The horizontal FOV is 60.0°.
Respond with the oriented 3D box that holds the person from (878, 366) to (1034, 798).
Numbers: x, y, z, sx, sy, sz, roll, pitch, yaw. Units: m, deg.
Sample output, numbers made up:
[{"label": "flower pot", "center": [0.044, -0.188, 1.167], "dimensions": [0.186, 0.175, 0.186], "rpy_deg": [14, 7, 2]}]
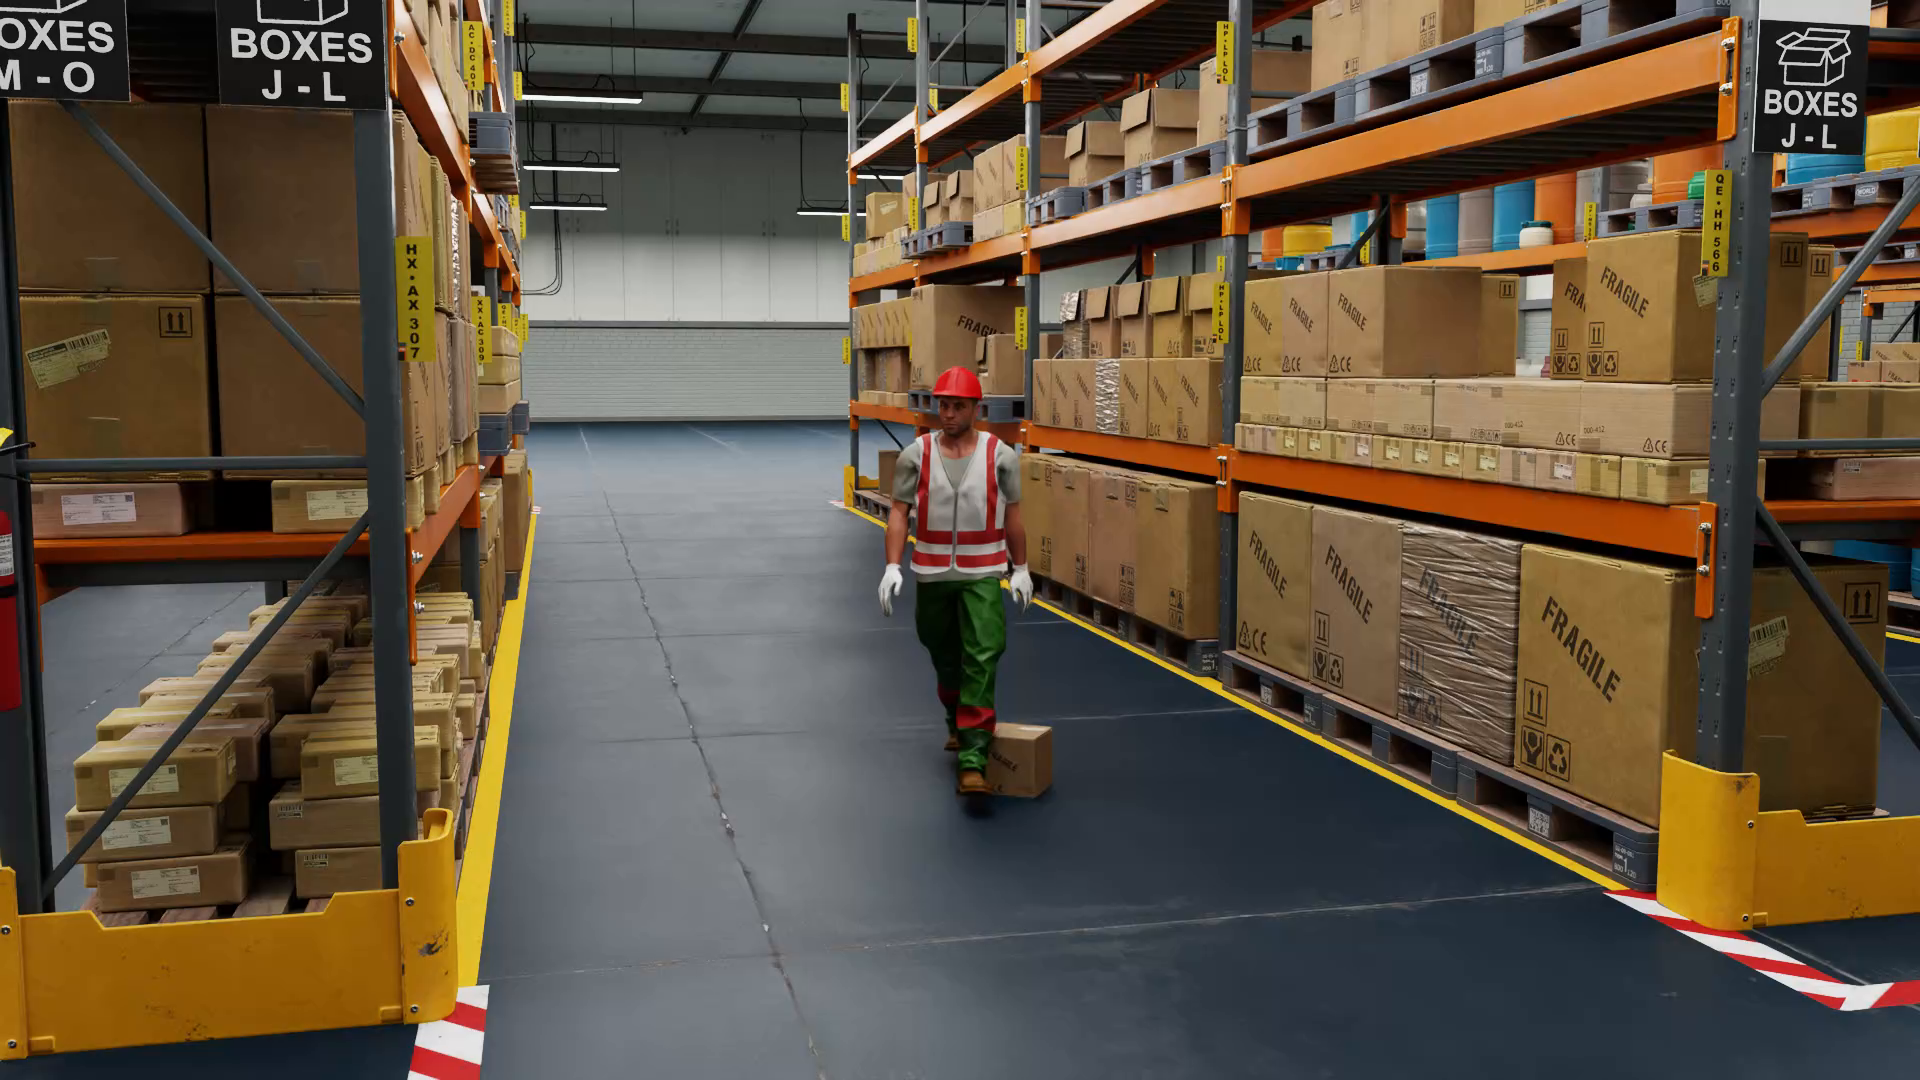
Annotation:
[{"label": "person", "center": [-0.022, 0.147, 6.931], "dimensions": [0.609, 1.733, 1.076], "rpy_deg": [1, 6, 9]}]
